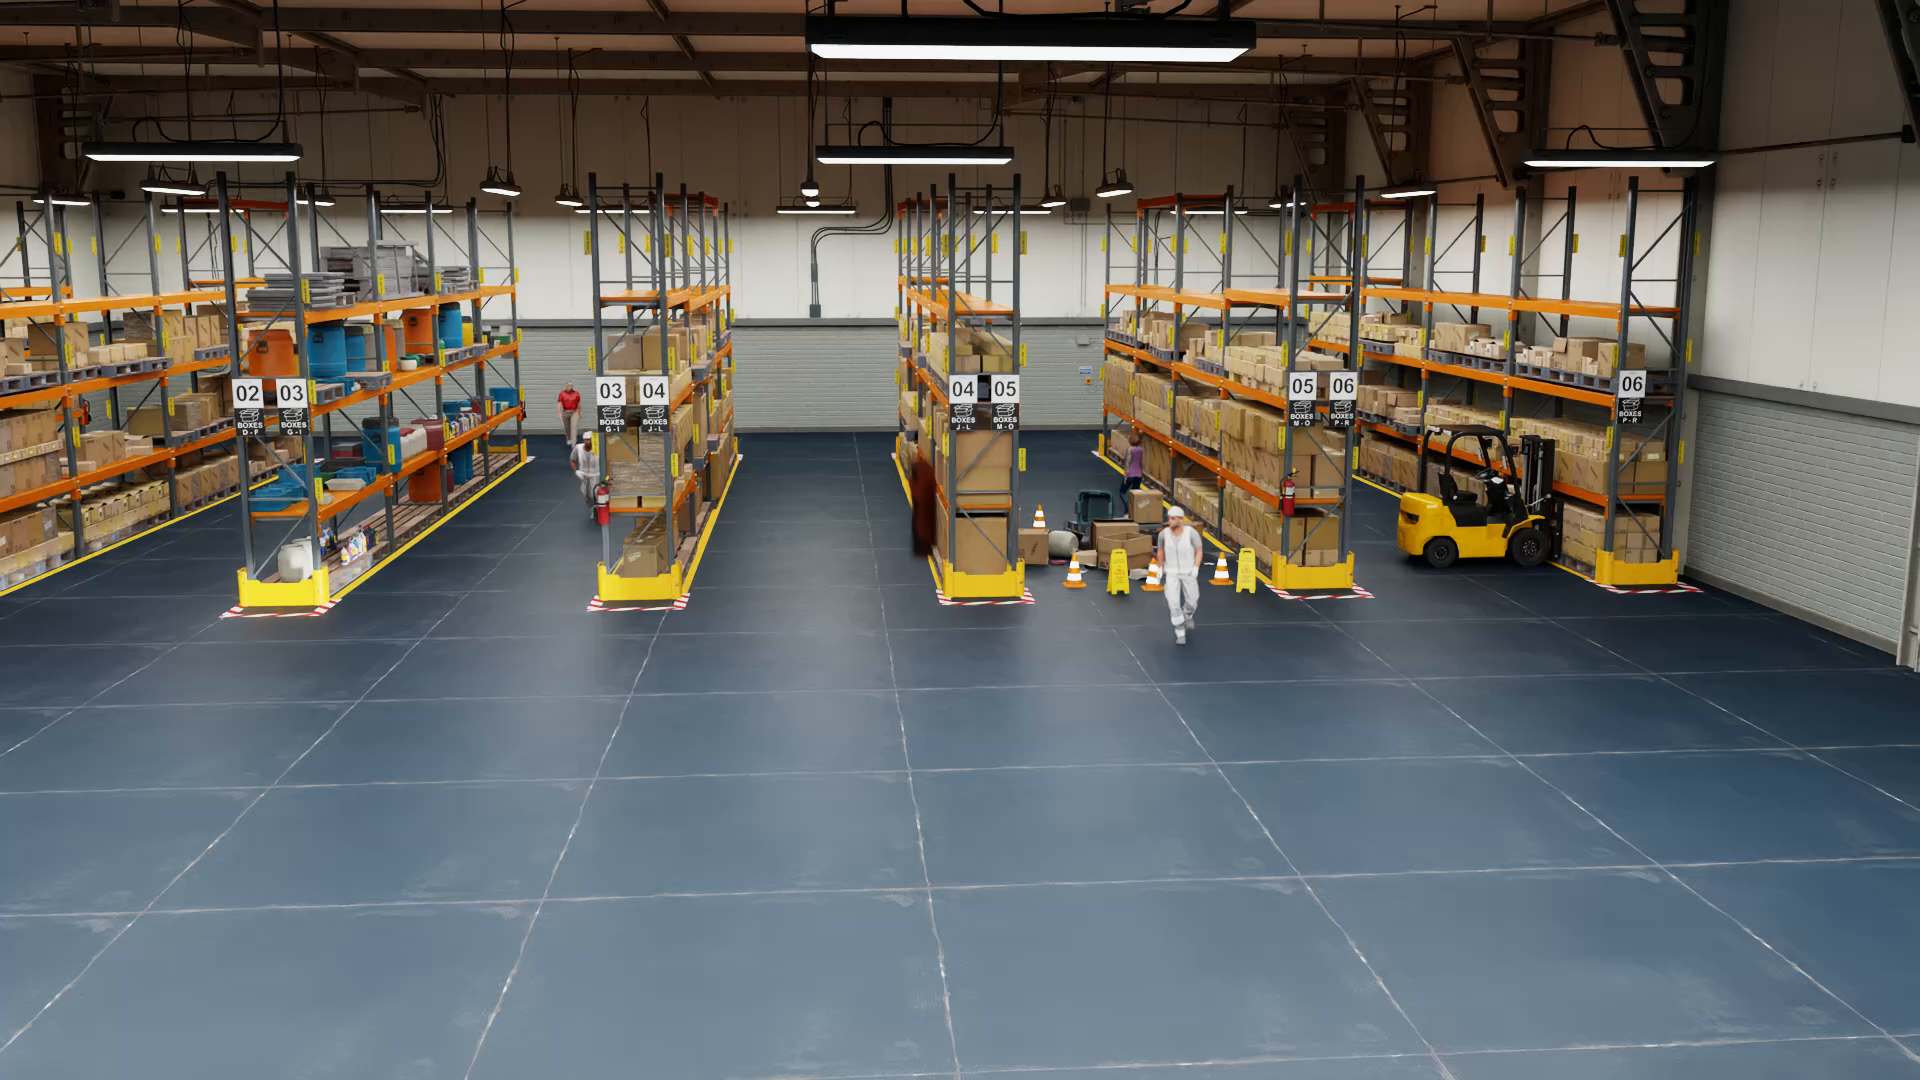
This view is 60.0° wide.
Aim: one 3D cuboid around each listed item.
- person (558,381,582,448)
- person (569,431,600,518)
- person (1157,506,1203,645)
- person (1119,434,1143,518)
[{"bbox_3d":[-9.792,-3.153,41.680,0.552,1.666,1.099,-1,10,-8],"label":"person"},{"bbox_3d":[-6.839,-1.198,30.707,0.661,1.667,0.688,1,10,4],"label":"person"},{"bbox_3d":[2.805,0.420,21.300,0.574,1.754,0.687,2,10,10],"label":"person"},{"bbox_3d":[3.189,-1.151,30.663,0.447,1.612,0.372,-7,12,-36],"label":"person"}]
